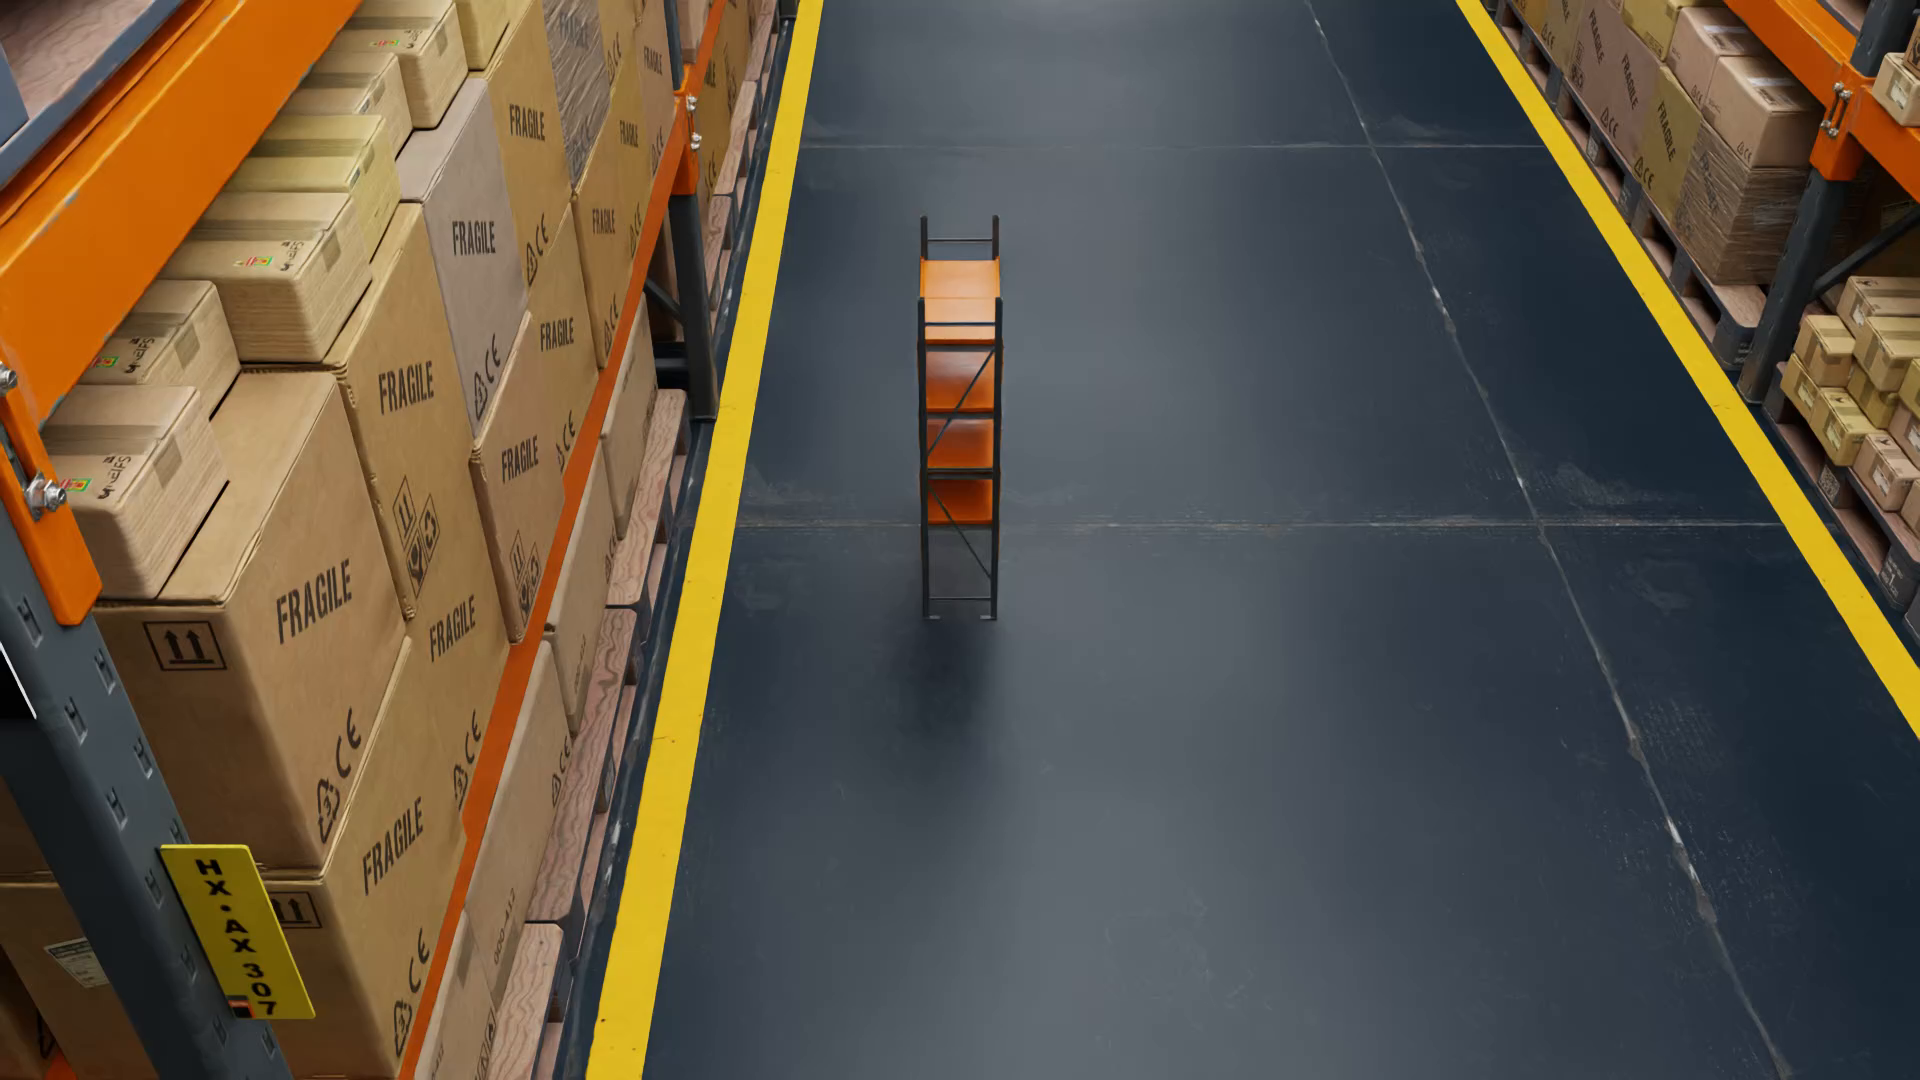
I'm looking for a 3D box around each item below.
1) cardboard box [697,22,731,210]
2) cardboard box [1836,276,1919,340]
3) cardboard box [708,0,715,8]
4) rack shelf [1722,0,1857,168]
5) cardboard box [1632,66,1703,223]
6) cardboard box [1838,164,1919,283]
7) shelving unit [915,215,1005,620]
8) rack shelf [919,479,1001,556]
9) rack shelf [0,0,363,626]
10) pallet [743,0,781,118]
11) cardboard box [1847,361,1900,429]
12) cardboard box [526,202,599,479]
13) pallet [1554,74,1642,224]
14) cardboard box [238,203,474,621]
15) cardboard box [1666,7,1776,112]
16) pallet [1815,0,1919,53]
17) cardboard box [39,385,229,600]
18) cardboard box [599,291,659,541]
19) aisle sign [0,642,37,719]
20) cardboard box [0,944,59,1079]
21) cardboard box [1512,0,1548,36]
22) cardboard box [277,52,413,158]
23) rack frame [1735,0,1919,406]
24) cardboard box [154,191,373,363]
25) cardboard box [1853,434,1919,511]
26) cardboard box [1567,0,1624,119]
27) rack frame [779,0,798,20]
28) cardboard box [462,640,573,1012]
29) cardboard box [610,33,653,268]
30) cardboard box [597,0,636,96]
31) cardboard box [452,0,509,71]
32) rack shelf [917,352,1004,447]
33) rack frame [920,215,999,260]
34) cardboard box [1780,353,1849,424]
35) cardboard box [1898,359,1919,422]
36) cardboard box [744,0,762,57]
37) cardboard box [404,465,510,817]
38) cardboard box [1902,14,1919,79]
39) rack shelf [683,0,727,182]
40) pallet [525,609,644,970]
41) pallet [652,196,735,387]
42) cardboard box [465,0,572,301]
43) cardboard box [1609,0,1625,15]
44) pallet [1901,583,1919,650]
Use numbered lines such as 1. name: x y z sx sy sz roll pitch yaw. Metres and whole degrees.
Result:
1. cardboard box: -1.514 -1.947 7.144 0.875 0.875 0.875 1 39 1
2. cardboard box: 3.319 -0.794 5.810 0.380 0.149 0.250 1 39 2
3. cardboard box: -1.163 -2.200 6.216 0.500 0.250 0.500 -1 39 -1
4. rack shelf: 3.524 -2.696 7.291 1.077 0.370 4.000 0 39 0
5. cardboard box: 3.273 -1.698 7.133 0.500 0.500 0.500 -1 39 -1
6. cardboard box: 3.790 -1.377 6.732 0.500 0.500 0.500 1 39 2
7. shelving unit: 0.000 -0.365 5.246 0.258 1.200 0.503 0 39 0
8. rack shelf: 0.000 -0.157 5.412 0.258 0.148 0.480 0 39 0
9. rack shelf: -1.422 -1.298 3.148 1.077 0.370 4.000 0 39 0
10. pallet: -1.503 -2.579 8.800 1.003 0.211 1.213 0 39 0
11. cardboard box: 3.296 -0.508 5.692 0.380 0.149 0.250 0 39 0
12. cardboard box: -1.161 -0.445 3.827 0.500 0.500 0.500 1 39 1
13. pallet: 3.519 -1.890 7.939 1.003 0.211 1.213 0 39 0
14. cardboard box: -1.143 -0.211 2.735 0.500 0.500 0.500 -1 39 -1
15. cardboard box: 3.285 -1.994 6.903 0.500 0.250 0.500 2 39 2
16. pallet: 3.670 -2.129 6.162 1.003 0.211 1.213 0 39 0
17. cardboard box: -1.143 -0.062 2.031 0.380 0.149 0.250 1 39 1
18. cardboard box: -1.531 -0.431 5.602 0.875 0.438 0.875 -1 39 -1
19. aisle sign: -1.129 -0.128 1.432 0.394 0.787 0.004 0 39 0
20. cardboard box: -1.685 0.502 2.645 0.500 0.500 0.500 0 39 0
21. cardboard box: 3.267 -2.973 8.725 0.500 0.500 0.500 -2 39 -2
22. cardboard box: -1.172 -0.718 2.849 0.380 0.149 0.250 0 39 0
23. rack frame: 3.526 -1.726 5.505 1.000 3.000 0.127 0 39 0
24. cardboard box: -1.100 -0.389 2.438 0.380 0.149 0.250 1 39 1
25. cardboard box: 3.258 -0.228 5.579 0.380 0.149 0.250 0 39 0
26. cardboard box: 3.276 -2.338 7.932 0.500 0.500 0.500 -1 39 -1
27. rack frame: -1.429 -4.161 8.543 1.000 3.000 0.127 0 39 0
28. cardboard box: -1.530 0.693 4.199 0.875 0.438 0.875 1 39 1
29. cardboard box: -1.162 -1.087 4.627 0.500 0.500 0.500 -1 39 -1
30. cardboard box: -1.155 -1.476 4.314 0.500 0.500 0.500 -1 39 -1
31. cardboard box: -1.103 -1.032 3.241 0.380 0.149 0.250 -1 39 -1
32. rack shelf: 0.000 -0.487 5.148 0.258 0.148 0.480 0 39 0
33. rack frame: 0.000 -0.517 5.436 0.240 1.200 0.015 0 39 0
34. cardboard box: 3.205 -0.550 5.981 0.380 0.149 0.250 -2 39 -2
35. cardboard box: 3.310 -0.464 5.398 0.380 0.149 0.250 -1 39 -1
36. cardboard box: -1.511 -3.063 8.537 0.875 0.875 0.875 0 39 0
37. cardboard box: -1.161 0.186 3.039 0.500 0.500 0.500 -1 39 -1
38. cardboard box: 3.274 -1.571 4.994 0.500 0.500 0.500 -1 39 -1
39. rack shelf: -1.426 -2.629 7.208 1.077 0.370 4.000 0 39 0
40. pallet: -1.497 0.669 4.746 1.003 0.211 1.213 0 39 0
41. pallet: -1.500 -1.054 6.896 1.003 0.211 1.213 0 39 0
42. cardboard box: -1.153 -0.844 3.526 0.500 0.500 0.500 0 39 0
43. cardboard box: 3.268 -2.651 7.722 0.500 0.250 0.500 0 39 0
44. pallet: 3.566 0.547 4.899 1.003 0.211 1.213 0 39 0
